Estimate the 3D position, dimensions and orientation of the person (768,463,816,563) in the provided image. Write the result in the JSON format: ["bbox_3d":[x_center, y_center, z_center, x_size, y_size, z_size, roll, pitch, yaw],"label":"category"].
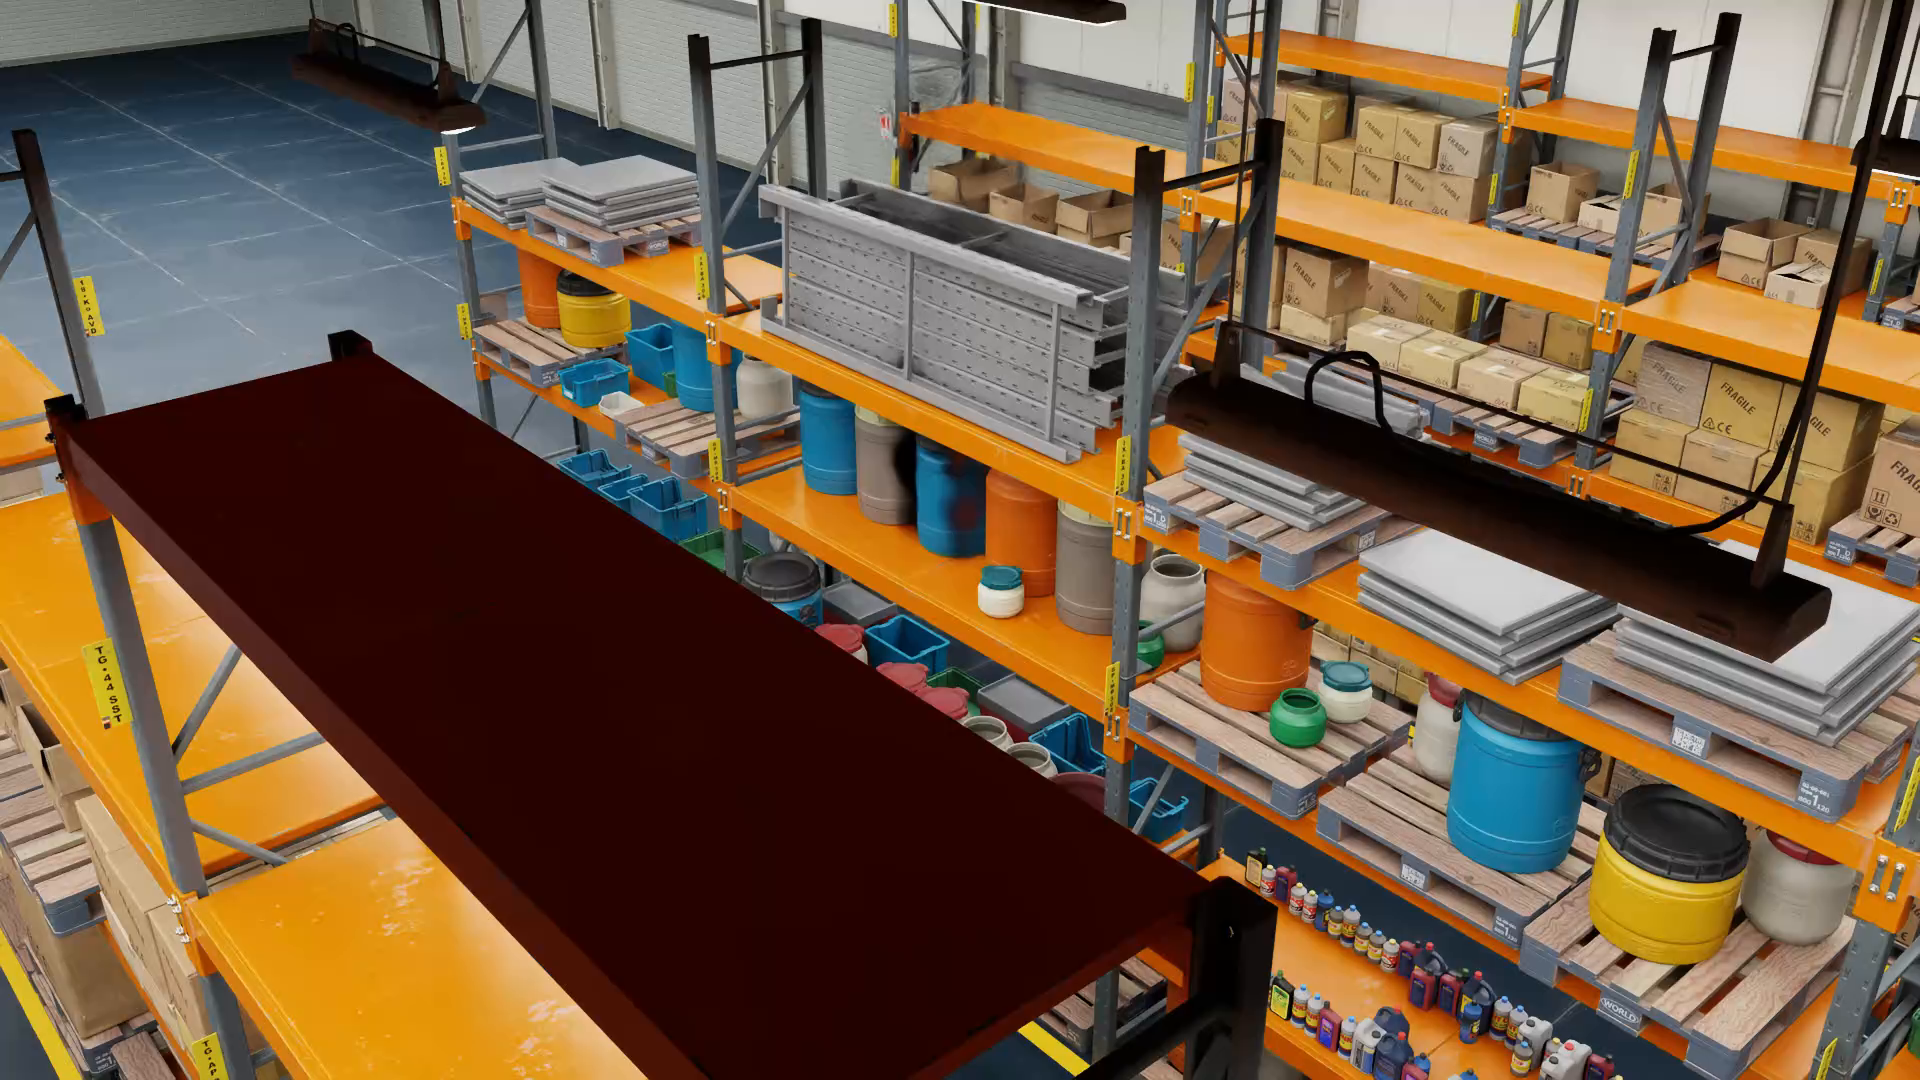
[{"bbox_3d":[-1.620,-0.252,16.234,0.543,1.634,0.619,-23,35,-38],"label":"person"}]
